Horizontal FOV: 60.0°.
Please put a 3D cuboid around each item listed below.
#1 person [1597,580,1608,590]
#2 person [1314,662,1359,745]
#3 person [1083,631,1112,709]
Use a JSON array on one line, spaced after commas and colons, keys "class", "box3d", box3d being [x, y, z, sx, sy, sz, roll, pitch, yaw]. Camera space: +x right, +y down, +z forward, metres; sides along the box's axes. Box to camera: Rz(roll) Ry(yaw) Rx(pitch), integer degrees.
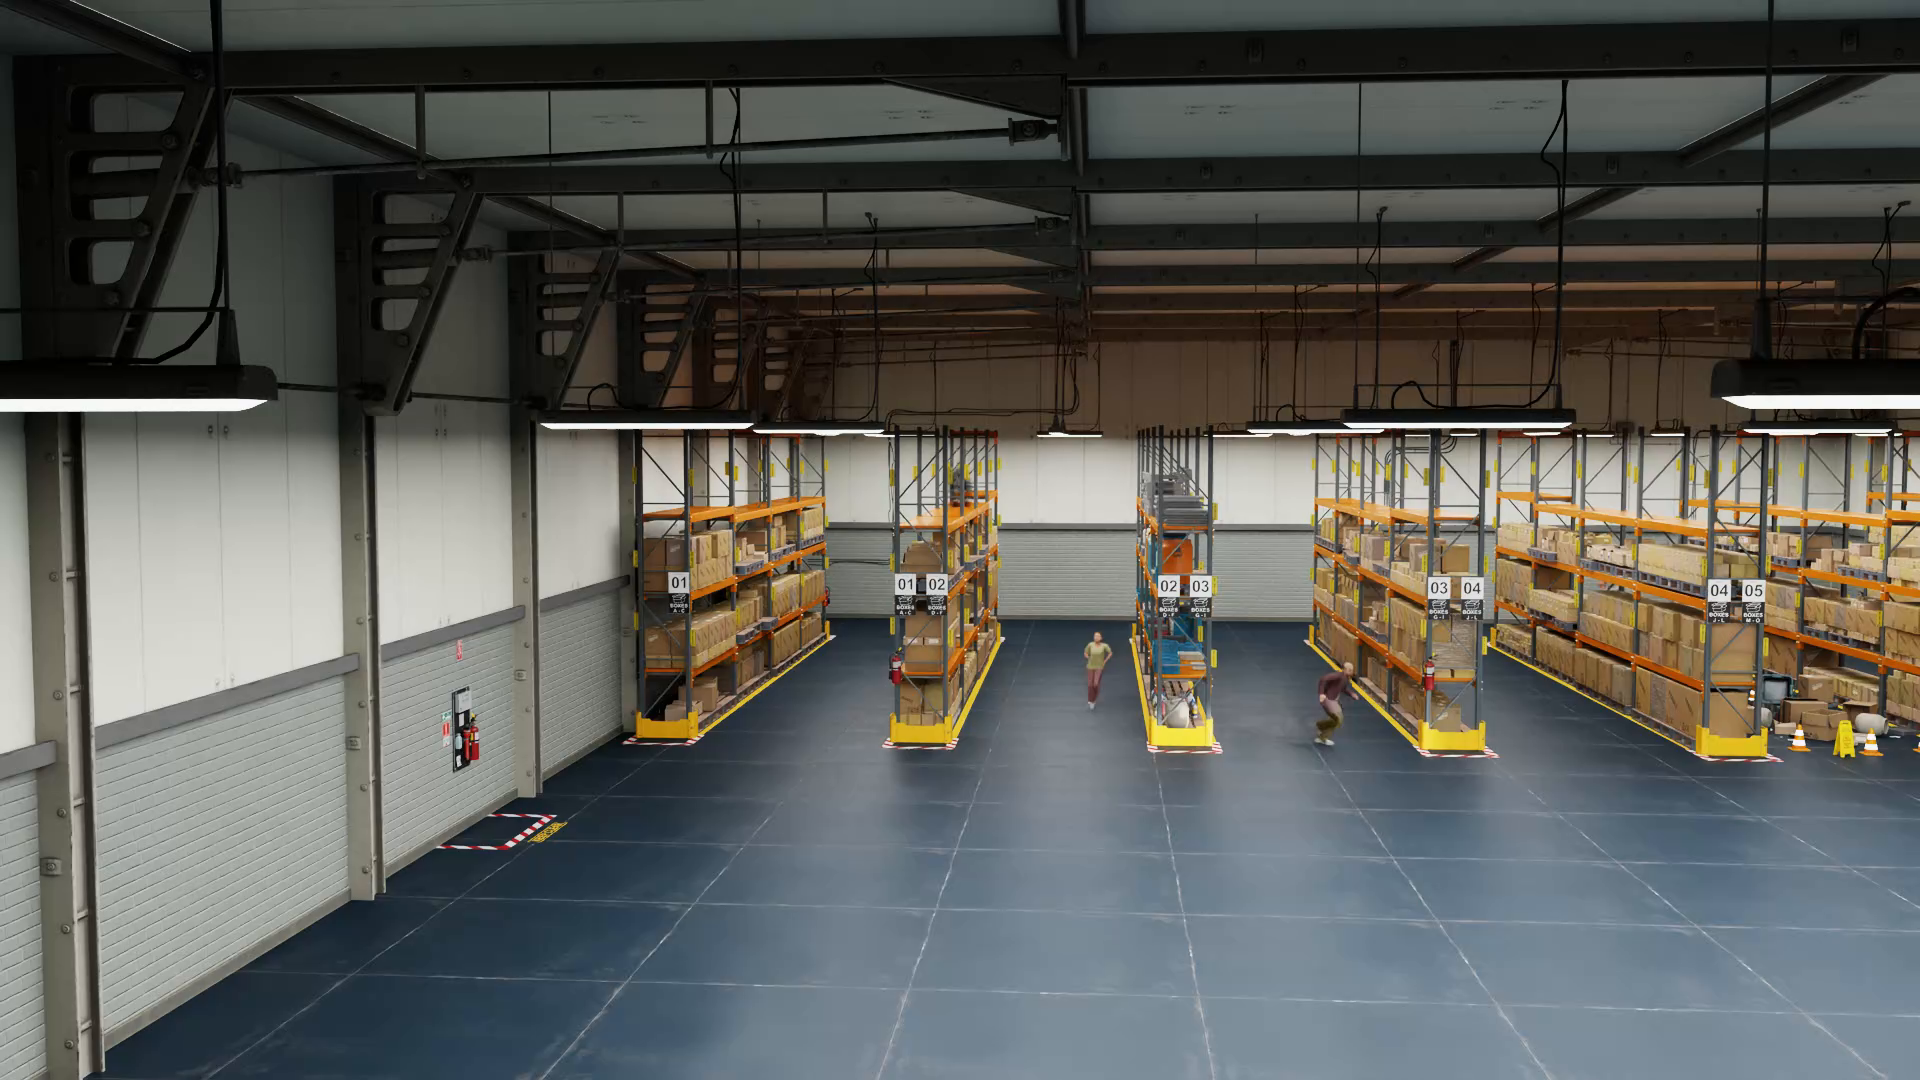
[{"class": "person", "box3d": [18.545, 1.946, 48.186, 0.592, 1.748, 0.632, -1, 4, -12]}, {"class": "person", "box3d": [7.003, 3.064, 31.064, 0.866, 1.599, 0.737, 3, 5, 42]}, {"class": "person", "box3d": [2.911, 2.774, 35.444, 0.583, 1.684, 0.665, 1, 4, 19]}]
